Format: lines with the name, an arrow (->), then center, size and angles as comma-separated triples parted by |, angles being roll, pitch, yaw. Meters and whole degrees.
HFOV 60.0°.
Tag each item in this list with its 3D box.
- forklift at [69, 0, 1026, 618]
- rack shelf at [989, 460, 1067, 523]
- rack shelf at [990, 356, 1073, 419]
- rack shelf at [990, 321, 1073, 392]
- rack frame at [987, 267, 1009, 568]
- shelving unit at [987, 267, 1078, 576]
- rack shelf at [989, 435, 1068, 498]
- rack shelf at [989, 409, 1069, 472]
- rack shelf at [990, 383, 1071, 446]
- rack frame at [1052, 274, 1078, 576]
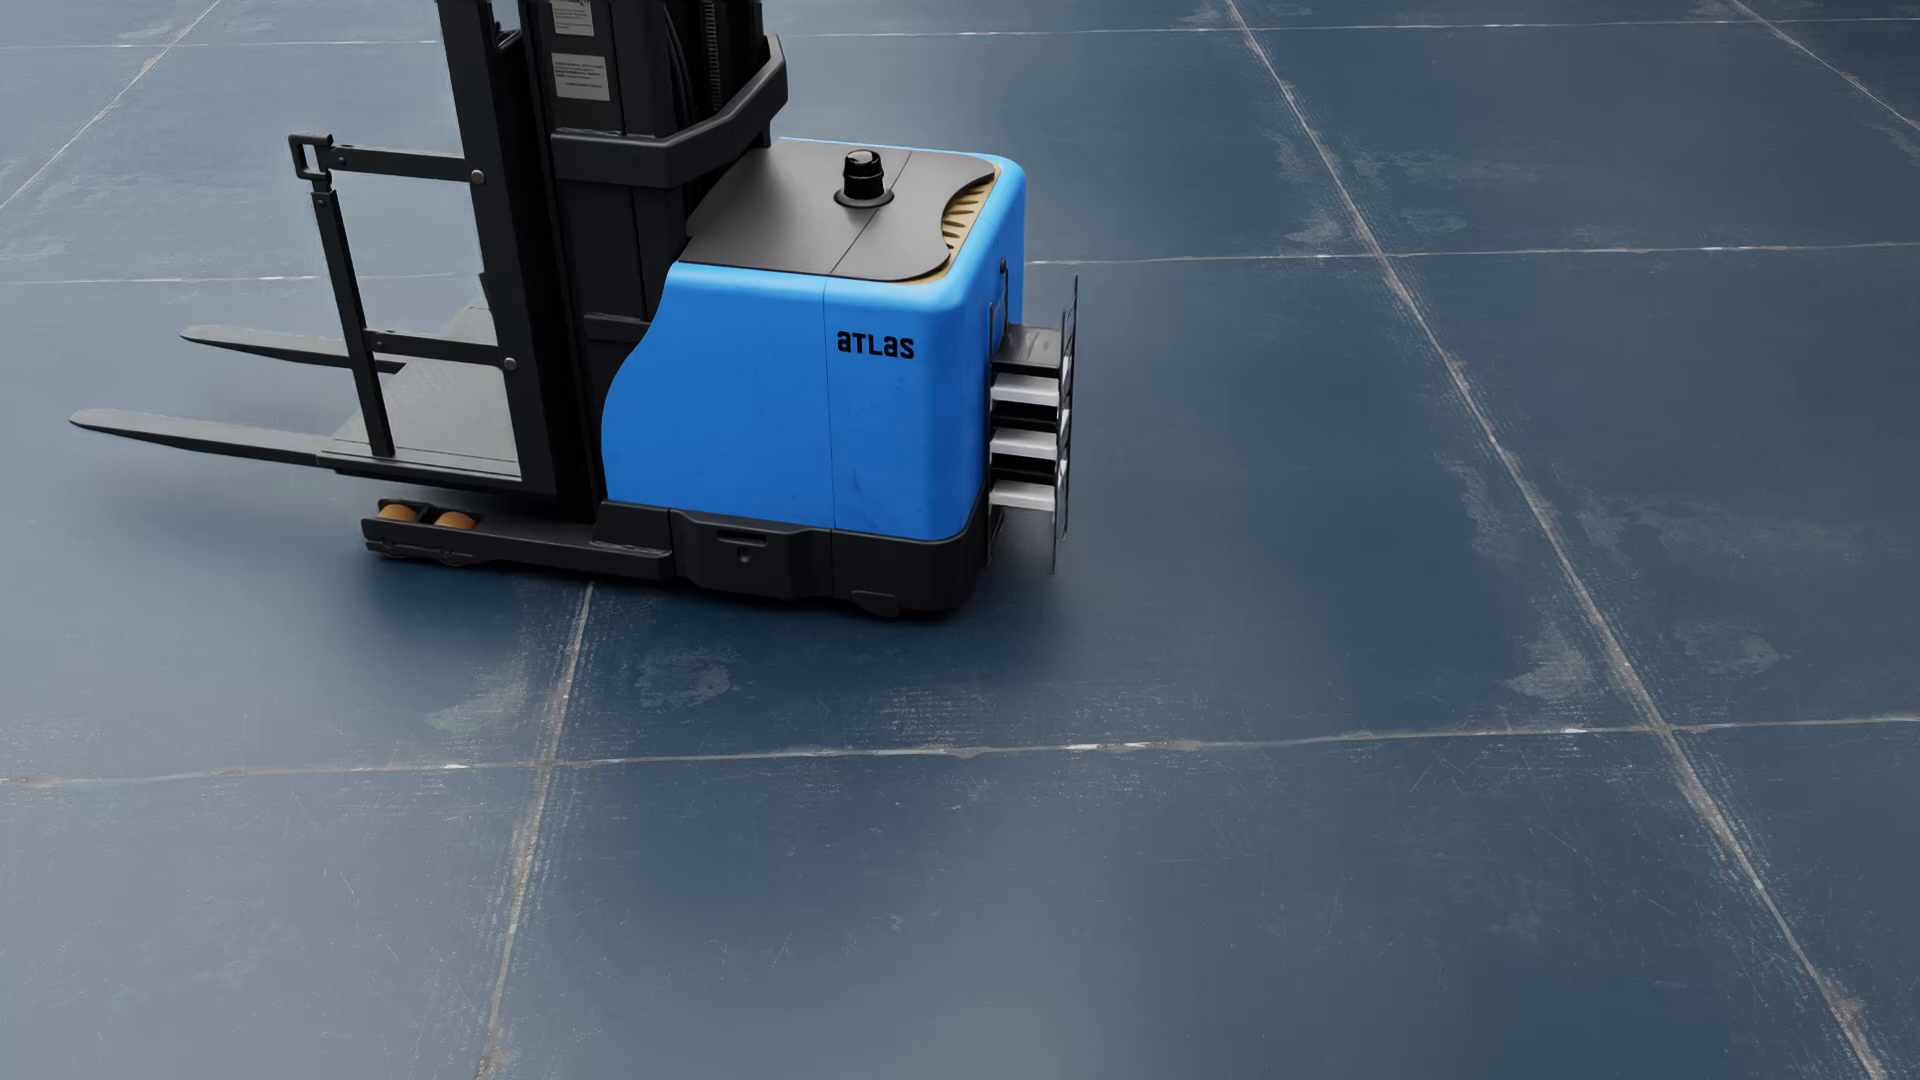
forklift -> -1.360, -1.407, 4.708 | 3.031, 2.935, 1.130 | 7, 35, 10
rack shelf -> 0.211, -0.164, 5.071 | 0.200, 0.077, 0.258 | 7, 35, 10
rack shelf -> 0.211, -0.460, 4.866 | 0.200, 0.077, 0.258 | 7, 35, 10
rack shelf -> 0.211, -0.534, 4.815 | 0.200, 0.077, 0.258 | 7, 35, 10
rack frame -> 0.112, -0.352, 4.968 | 0.006, 0.900, 0.240 | 7, 35, 10
shelving unit -> 0.211, -0.339, 4.949 | 0.210, 0.900, 0.258 | 7, 35, 10
rack shelf -> 0.211, -0.238, 5.019 | 0.200, 0.077, 0.258 | 7, 35, 10
rack shelf -> 0.211, -0.312, 4.968 | 0.200, 0.077, 0.258 | 7, 35, 10
rack shelf -> 0.211, -0.386, 4.917 | 0.200, 0.077, 0.258 | 7, 35, 10
rack frame -> 0.310, -0.326, 4.931 | 0.006, 0.900, 0.240 | 7, 35, 10
